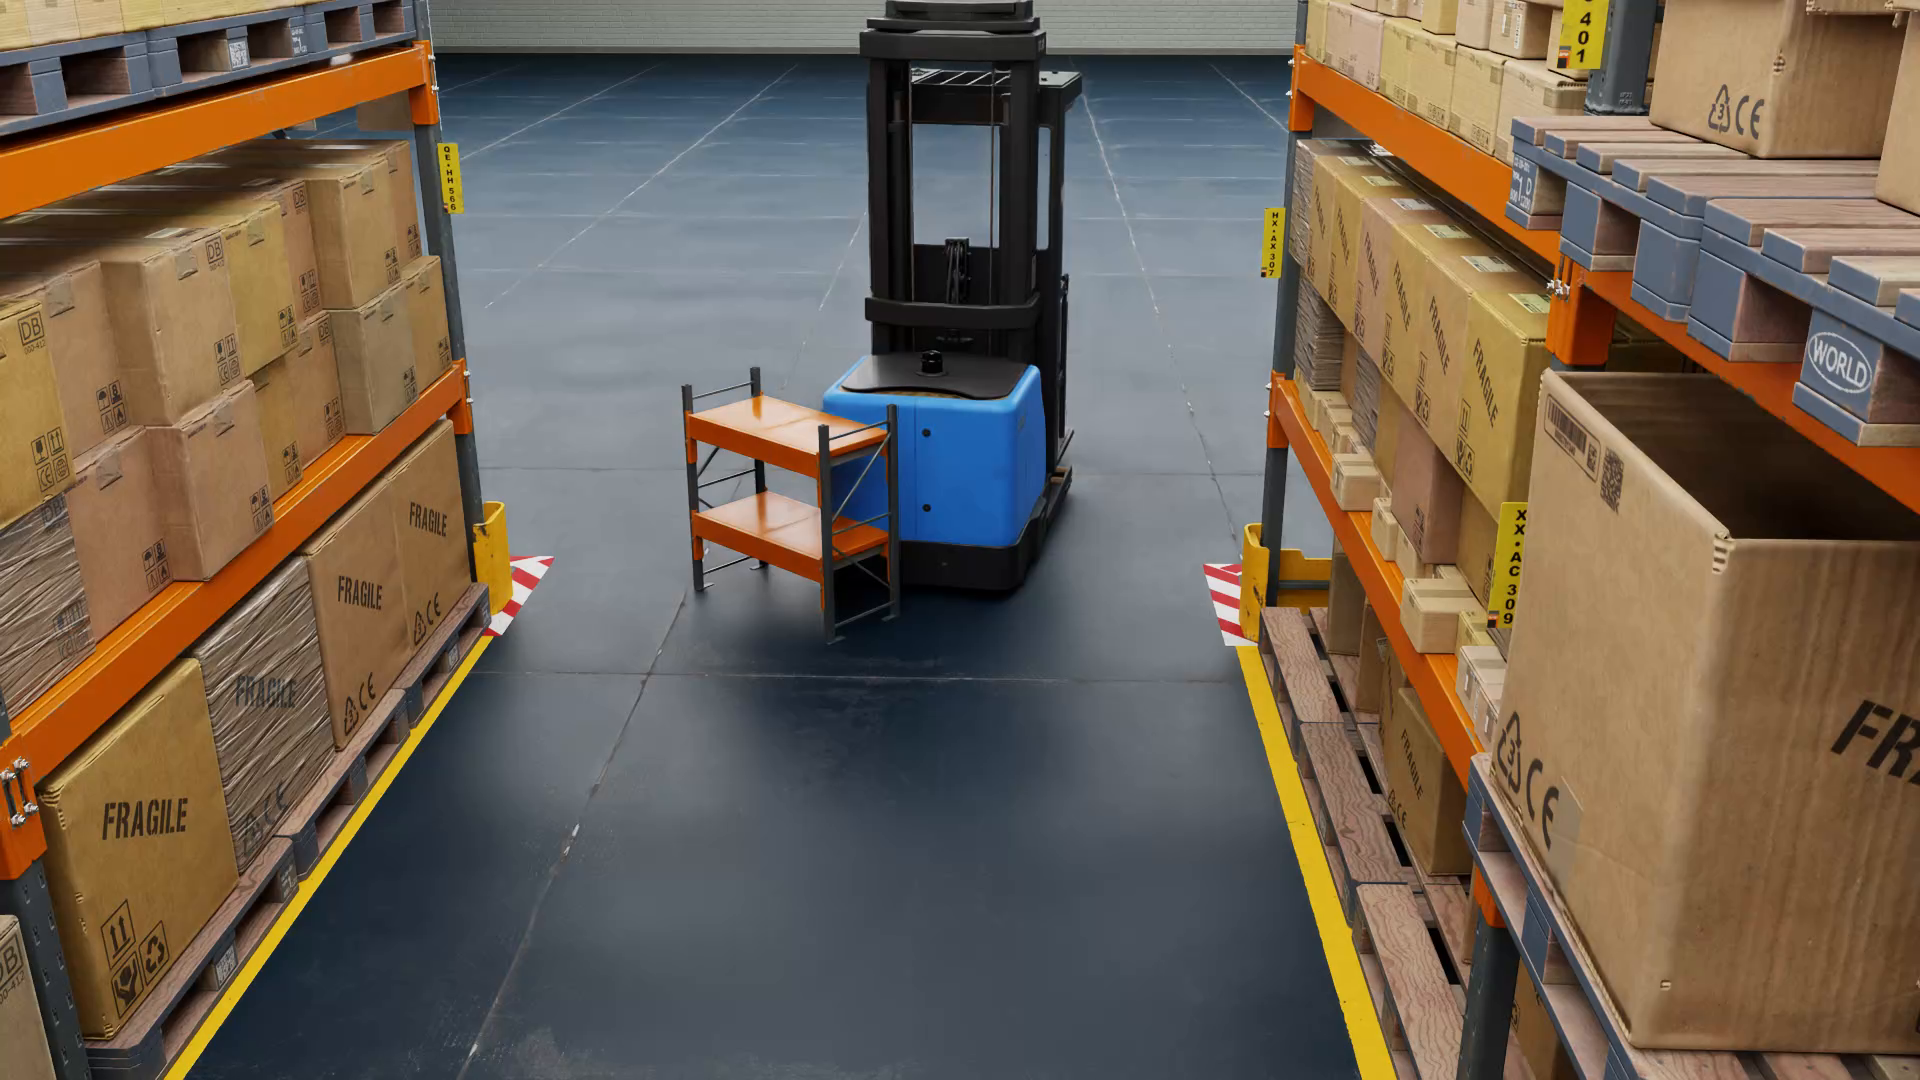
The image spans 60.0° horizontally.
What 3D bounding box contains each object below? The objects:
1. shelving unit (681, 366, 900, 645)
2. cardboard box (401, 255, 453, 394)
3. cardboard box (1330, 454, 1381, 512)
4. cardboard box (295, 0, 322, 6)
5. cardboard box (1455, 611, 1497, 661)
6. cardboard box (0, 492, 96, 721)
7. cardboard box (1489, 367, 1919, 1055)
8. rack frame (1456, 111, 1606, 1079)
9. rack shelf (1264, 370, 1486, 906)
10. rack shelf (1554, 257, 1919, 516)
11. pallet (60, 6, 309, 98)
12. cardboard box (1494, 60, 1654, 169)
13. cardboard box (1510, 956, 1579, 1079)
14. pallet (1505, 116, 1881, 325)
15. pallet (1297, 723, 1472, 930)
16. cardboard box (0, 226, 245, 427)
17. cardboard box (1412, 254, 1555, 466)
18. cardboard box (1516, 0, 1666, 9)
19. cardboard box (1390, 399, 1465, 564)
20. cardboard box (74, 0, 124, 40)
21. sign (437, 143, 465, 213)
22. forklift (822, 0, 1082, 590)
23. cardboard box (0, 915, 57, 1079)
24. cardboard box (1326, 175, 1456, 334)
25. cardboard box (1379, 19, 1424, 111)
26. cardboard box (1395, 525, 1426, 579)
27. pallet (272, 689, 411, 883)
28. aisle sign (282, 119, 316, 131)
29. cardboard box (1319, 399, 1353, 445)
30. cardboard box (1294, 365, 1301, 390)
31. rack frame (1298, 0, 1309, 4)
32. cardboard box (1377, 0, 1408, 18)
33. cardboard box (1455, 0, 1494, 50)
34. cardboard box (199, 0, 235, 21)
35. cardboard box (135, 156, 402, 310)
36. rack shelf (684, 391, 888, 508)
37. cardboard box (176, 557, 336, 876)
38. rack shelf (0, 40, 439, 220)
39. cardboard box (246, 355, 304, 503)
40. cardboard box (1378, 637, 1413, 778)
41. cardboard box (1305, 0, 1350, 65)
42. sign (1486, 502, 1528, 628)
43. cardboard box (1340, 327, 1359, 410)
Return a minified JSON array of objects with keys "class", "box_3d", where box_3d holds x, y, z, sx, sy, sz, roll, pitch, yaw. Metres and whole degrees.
[{"class":"shelving unit","box_3d":[-0.861,-0.200,8.490,1.048,1.125,0.538,18,28,39]},{"class":"cardboard box","box_3d":[-2.914,-1.002,7.758,0.875,0.550,0.550,1,21,2]},{"class":"cardboard box","box_3d":[1.617,-0.217,6.289,0.380,0.149,0.250,1,21,2]},{"class":"cardboard box","box_3d":[-2.651,-2.099,6.273,0.380,0.149,0.250,0,21,1]},{"class":"cardboard box","box_3d":[1.682,0.326,4.888,0.380,0.149,0.250,1,21,2]},{"class":"cardboard box","box_3d":[-3.071,0.176,4.722,0.875,0.550,0.550,1,21,2]},{"class":"cardboard box","box_3d":[1.720,0.281,3.249,1.000,1.000,1.000,1,21,2]},{"class":"rack frame","box_3d":[1.885,0.470,4.170,1.000,3.000,0.127,1,21,2]},{"class":"rack shelf","box_3d":[1.945,0.083,6.164,1.077,0.370,4.000,1,21,2]},{"class":"rack shelf","box_3d":[1.824,0.130,1.894,1.077,0.370,4.000,1,21,2]},{"class":"pallet","box_3d":[-2.995,-1.714,5.774,1.003,0.211,1.213,1,21,2]},{"class":"cardboard box","box_3d":[1.637,-1.026,4.087,0.500,0.250,0.500,1,21,4]},{"class":"cardboard box","box_3d":[1.937,1.296,4.918,0.500,0.500,0.500,0,21,0]},{"class":"pallet","box_3d":[1.759,-0.619,3.089,1.213,0.211,1.003,1,21,2]},{"class":"pallet","box_3d":[1.904,1.085,6.441,1.003,0.211,1.213,1,21,2]},{"class":"cardboard box","box_3d":[-2.970,-0.721,5.540,0.875,0.550,0.550,1,21,2]},{"class":"cardboard box","box_3d":[1.637,-0.528,4.811,0.500,0.500,0.500,1,21,2]},{"class":"cardboard box","box_3d":[1.643,-1.512,3.892,0.500,0.500,0.500,0,21,0]},{"class":"cardboard box","box_3d":[1.925,-0.239,5.450,0.875,0.500,0.500,1,21,2]},{"class":"cardboard box","box_3d":[-2.696,-1.547,4.851,0.380,0.149,0.250,0,21,1]},{"class":"sign","box_3d":[-2.406,-1.706,7.852,0.100,0.325,0.005,1,21,2]},{"class":"forklift","box_3d":[0.081,-1.604,9.611,1.130,2.935,3.031,4,22,11]},{"class":"cardboard box","box_3d":[-2.999,1.458,4.155,1.050,0.750,0.750,1,21,1]},{"class":"cardboard box","box_3d":[1.681,-1.070,6.208,0.500,0.500,0.500,1,21,2]},{"class":"cardboard box","box_3d":[1.694,-1.579,5.513,0.500,0.250,0.500,1,21,3]},{"class":"cardboard box","box_3d":[1.685,0.055,5.588,0.380,0.149,0.250,1,21,2]},{"class":"pallet","box_3d":[-2.934,0.963,6.756,1.003,0.211,1.213,1,21,2]},{"class":"aisle sign","box_3d":[-3.246,-2.308,7.737,0.394,0.787,0.004,1,21,2]},{"class":"cardboard box","box_3d":[1.723,-0.487,6.986,0.380,0.149,0.250,1,21,2]},{"class":"cardboard box","box_3d":[1.759,-0.758,7.684,0.380,0.149,0.250,1,21,2]},{"class":"rack frame","box_3d":[2.006,-3.773,6.812,1.000,3.000,0.127,1,21,2]},{"class":"cardboard box","box_3d":[1.693,-1.923,5.849,0.380,0.149,0.250,0,21,-1]},{"class":"cardboard box","box_3d":[1.609,-1.452,4.634,0.380,0.149,0.250,0,21,0]},{"class":"cardboard box","box_3d":[-2.673,-1.822,5.561,0.380,0.149,0.250,1,21,2]},{"class":"cardboard box","box_3d":[-2.923,-1.307,7.050,0.875,0.550,0.550,1,21,2]},{"class":"rack shelf","box_3d":[-0.861,-0.473,8.384,1.000,0.278,0.538,18,28,39]},{"class":"cardboard box","box_3d":[-2.957,0.621,6.138,0.875,0.875,0.875,1,21,2]},{"class":"rack shelf","box_3d":[-3.009,-1.407,5.856,1.077,0.370,4.000,1,21,2]},{"class":"cardboard box","box_3d":[-3.027,-0.410,6.232,0.875,0.550,0.500,1,21,2]},{"class":"cardboard box","box_3d":[1.949,0.662,6.552,0.500,0.500,0.500,3,21,7]},{"class":"cardboard box","box_3d":[1.733,-2.133,6.941,0.500,0.250,0.500,1,21,3]},{"class":"sign","box_3d":[1.342,0.063,4.022,0.100,0.325,0.005,1,21,2]},{"class":"cardboard box","box_3d":[2.067,-0.781,6.845,0.875,0.500,0.500,1,21,2]}]
